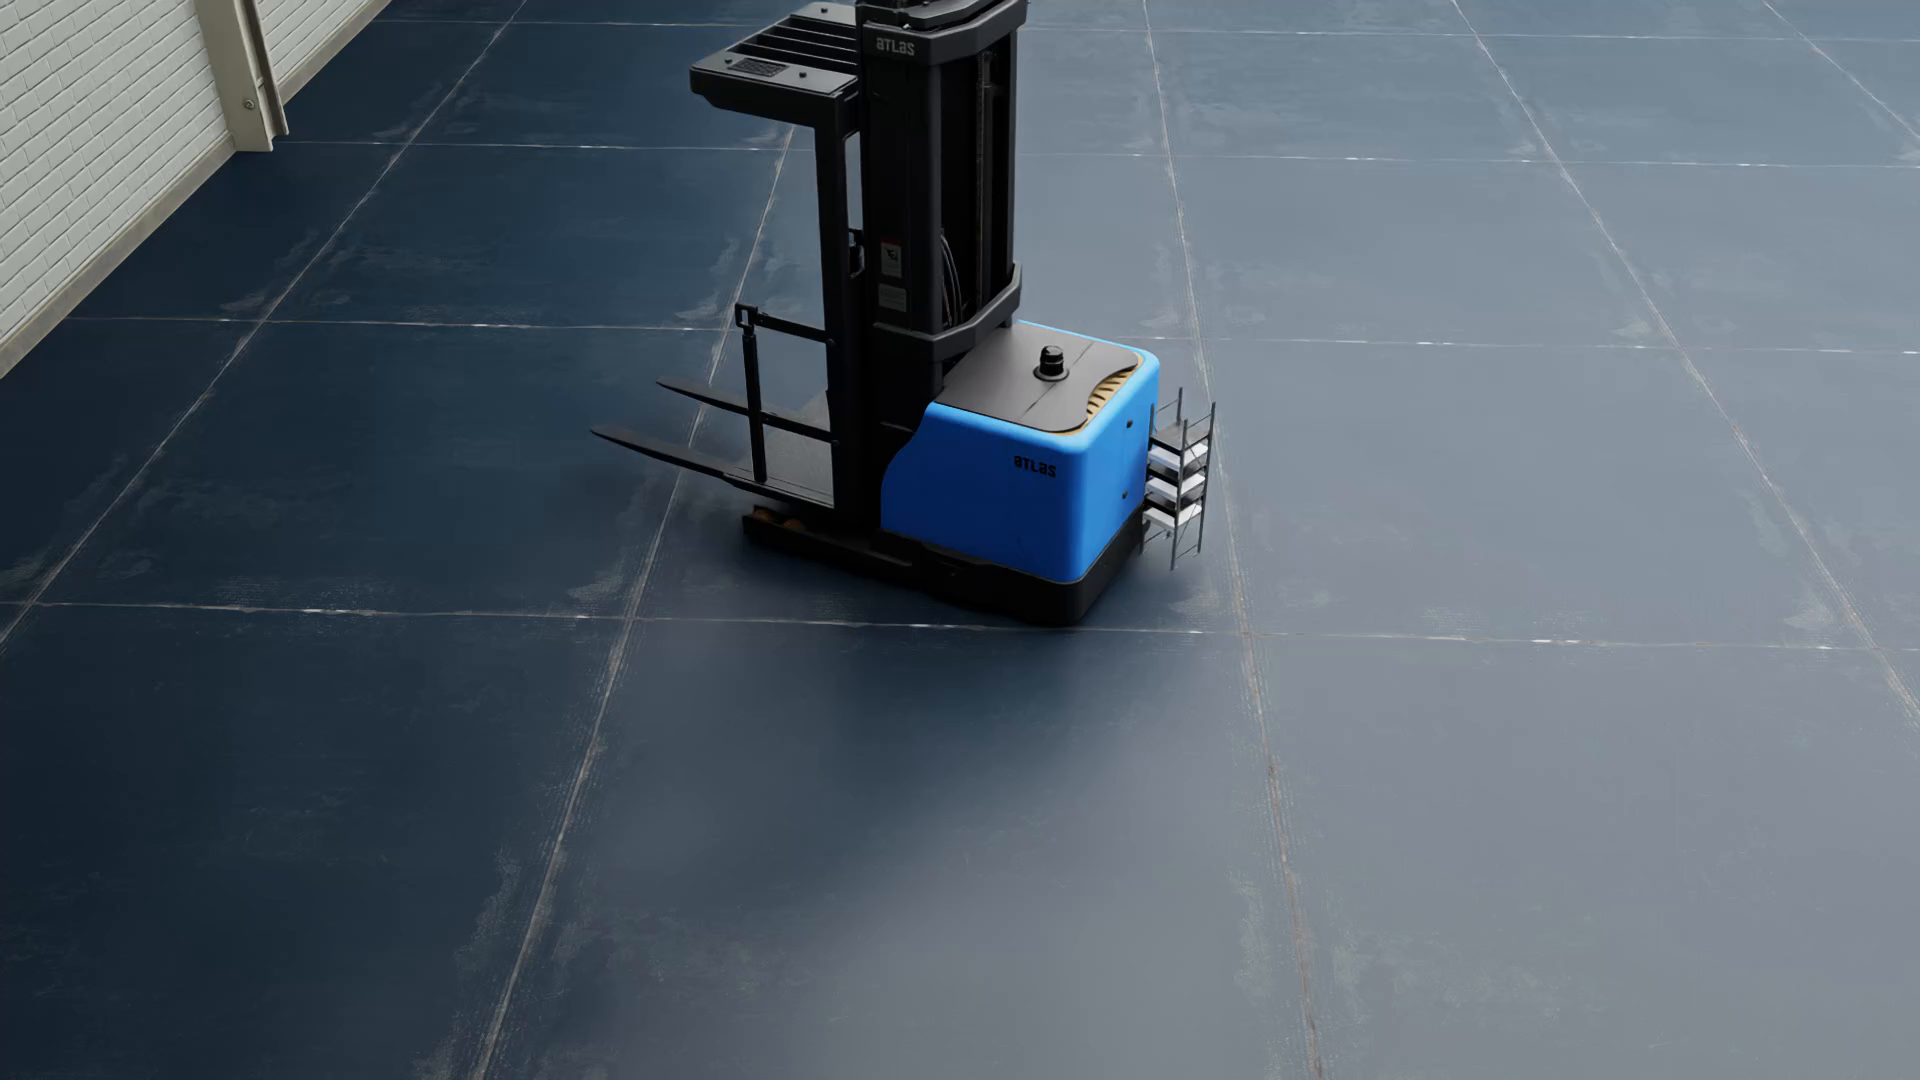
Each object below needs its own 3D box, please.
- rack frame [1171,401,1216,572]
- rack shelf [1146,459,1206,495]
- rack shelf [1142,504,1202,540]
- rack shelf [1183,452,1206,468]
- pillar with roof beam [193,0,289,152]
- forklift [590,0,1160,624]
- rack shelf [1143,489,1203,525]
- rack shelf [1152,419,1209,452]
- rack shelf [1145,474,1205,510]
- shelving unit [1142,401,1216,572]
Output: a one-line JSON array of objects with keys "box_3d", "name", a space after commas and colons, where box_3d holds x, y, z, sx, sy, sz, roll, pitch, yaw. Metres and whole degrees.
[{"box_3d": [1.159, -0.257, 8.278, 0.006, 0.900, 0.240, 29, 45, 35], "name": "rack frame"}, {"box_3d": [1.086, -0.344, 8.304, 0.200, 0.077, 0.258, 29, 45, 35], "name": "rack shelf"}, {"box_3d": [1.086, -0.123, 8.459, 0.200, 0.077, 0.258, 29, 45, 35], "name": "rack shelf"}, {"box_3d": [1.086, -0.430, 8.244, 0.184, 0.015, 0.199, 29, 45, 35], "name": "rack shelf"}, {"box_3d": [-1.244, -6.743, 10.464, 9.100, 9.000, 0.400, 1, 35, 2], "name": "pillar with roof beam"}, {"box_3d": [-0.552, -1.363, 8.141, 3.031, 2.867, 1.129, 17, 38, 23], "name": "forklift"}, {"box_3d": [1.086, -0.197, 8.407, 0.200, 0.077, 0.258, 29, 45, 35], "name": "rack shelf"}, {"box_3d": [1.086, -0.508, 8.189, 0.190, 0.026, 0.221, 29, 45, 35], "name": "rack shelf"}, {"box_3d": [1.086, -0.270, 8.356, 0.200, 0.077, 0.258, 29, 45, 35], "name": "rack shelf"}, {"box_3d": [1.088, -0.297, 8.335, 0.205, 0.900, 0.258, 29, 45, 35], "name": "shelving unit"}]
